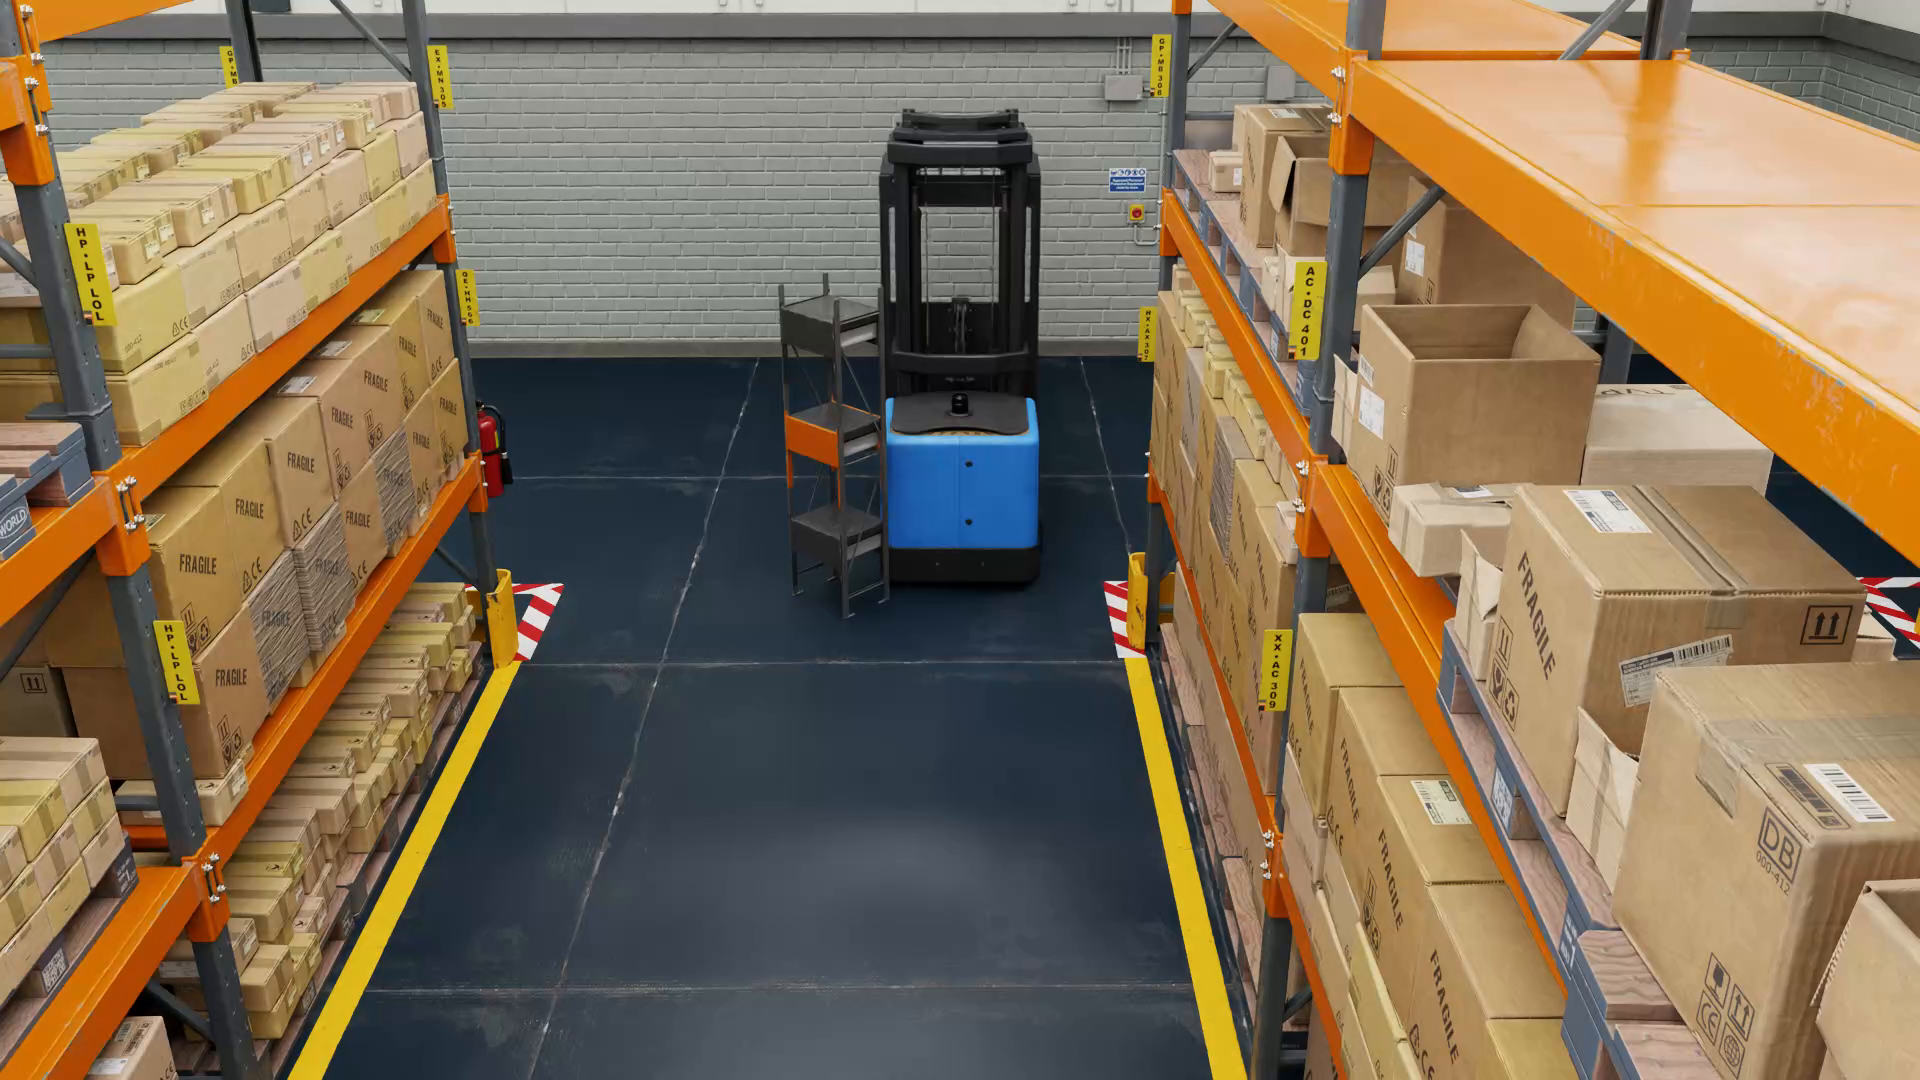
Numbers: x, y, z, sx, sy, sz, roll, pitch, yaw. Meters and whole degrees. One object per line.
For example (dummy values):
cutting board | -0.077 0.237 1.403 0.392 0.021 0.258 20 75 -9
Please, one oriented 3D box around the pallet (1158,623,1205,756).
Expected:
pallet | 1.723 0.845 9.625 1.003 0.211 1.213 0 24 -1

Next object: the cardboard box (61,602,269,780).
cardboard box | -3.022 0.572 6.364 0.500 0.500 0.500 -1 24 -2

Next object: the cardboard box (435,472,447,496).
cardboard box | -3.061 -0.340 9.167 0.380 0.149 0.250 0 24 -1

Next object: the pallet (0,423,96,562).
pallet | -3.369 -0.068 4.849 1.213 0.211 1.003 0 24 -1

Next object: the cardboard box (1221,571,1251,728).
cardboard box | 1.408 0.446 7.002 0.500 0.500 0.500 -1 24 -2

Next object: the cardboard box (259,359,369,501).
cardboard box | -3.030 -0.499 7.517 0.500 0.500 0.500 -1 24 -2

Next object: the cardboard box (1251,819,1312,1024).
cardboard box | 1.780 1.611 7.148 0.875 0.438 0.875 -1 24 -1

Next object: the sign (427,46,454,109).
sign | -2.757 -2.455 8.823 0.100 0.325 0.005 0 24 -1

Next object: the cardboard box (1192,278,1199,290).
cardboard box | 1.437 -1.296 8.853 0.380 0.149 0.250 0 24 1

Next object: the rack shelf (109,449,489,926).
rack shelf | -3.291 0.461 7.963 1.077 0.370 4.000 0 24 -1

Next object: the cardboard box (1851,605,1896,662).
cardboard box | 1.850 0.221 3.756 0.380 0.166 0.250 2 24 4

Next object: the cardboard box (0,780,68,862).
cardboard box | -3.065 0.885 5.226 0.380 0.149 0.250 -1 24 -2

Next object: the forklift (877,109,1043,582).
forklift | 0.001 -1.619 11.773 1.130 2.935 3.031 0 24 0

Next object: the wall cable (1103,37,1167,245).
wall cable | 1.551 -3.555 14.699 0.585 1.953 0.123 0 24 -1

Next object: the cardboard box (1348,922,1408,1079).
cardboard box | 1.415 1.340 4.723 0.500 0.250 0.500 0 24 0

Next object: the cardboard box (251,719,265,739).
cardboard box | -3.077 0.738 6.782 0.380 0.149 0.250 -1 24 -3

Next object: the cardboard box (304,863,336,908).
cardboard box | -3.062 1.598 7.527 0.380 0.149 0.250 -1 24 -2

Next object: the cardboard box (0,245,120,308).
cardboard box | -3.030 -0.871 5.487 0.380 0.149 0.250 -1 24 -2

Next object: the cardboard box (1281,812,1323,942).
cardboard box | 1.421 1.145 5.761 0.500 0.250 0.500 -1 24 -2

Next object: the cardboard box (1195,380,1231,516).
cardboard box | 1.389 -0.426 7.717 0.500 0.500 0.500 0 24 0

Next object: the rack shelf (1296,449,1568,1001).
rack shelf | 1.702 0.679 3.841 1.077 0.370 4.000 0 24 -1

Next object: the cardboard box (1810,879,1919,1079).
cardboard box | 1.568 0.782 2.105 0.797 0.503 0.637 -2 24 -4

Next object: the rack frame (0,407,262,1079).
rack frame | -3.269 0.958 5.992 1.000 3.000 0.127 0 24 -1

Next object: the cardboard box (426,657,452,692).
cardboard box | -3.014 0.712 9.125 0.380 0.149 0.250 -1 24 -3

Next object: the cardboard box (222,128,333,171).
cardboard box | -3.033 -1.735 7.397 0.380 0.149 0.250 0 24 1

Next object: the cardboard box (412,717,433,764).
cardboard box | -2.996 1.054 8.729 0.380 0.149 0.250 -1 24 -3

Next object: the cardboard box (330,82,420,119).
cardboard box | -3.015 -2.263 8.564 0.380 0.149 0.250 0 24 -1

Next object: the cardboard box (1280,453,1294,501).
cardboard box | 1.471 -0.240 6.519 0.380 0.149 0.250 0 24 0

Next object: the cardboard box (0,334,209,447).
cardboard box | -3.010 -0.533 5.829 0.500 0.250 0.500 1 24 2

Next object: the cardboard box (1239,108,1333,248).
cardboard box | 1.508 -1.572 7.194 0.500 0.500 0.500 0 24 0

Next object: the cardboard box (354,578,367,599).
cardboard box | -3.081 0.198 7.978 0.380 0.149 0.250 0 24 0

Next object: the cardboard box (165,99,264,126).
cardboard box | -3.622 -2.047 8.086 0.380 0.149 0.250 0 24 -1

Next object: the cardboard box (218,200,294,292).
cardboard box | -3.026 -1.180 6.655 0.500 0.250 0.500 0 24 0

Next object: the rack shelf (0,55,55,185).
rack shelf | -3.247 -0.442 3.164 1.077 0.370 4.000 0 24 -1

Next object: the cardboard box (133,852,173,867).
cardboard box | -3.585 1.441 7.151 0.380 0.149 0.250 0 24 -1

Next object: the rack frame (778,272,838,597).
rack frame | -0.960 -0.646 10.630 0.015 2.100 0.400 21 32 38

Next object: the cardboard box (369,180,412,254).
cardboard box | -3.030 -1.592 8.173 0.500 0.250 0.500 0 24 0

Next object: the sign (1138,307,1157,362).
sign | 1.081 -1.185 9.583 0.100 0.325 0.005 0 24 -1

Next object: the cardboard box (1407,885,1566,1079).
cardboard box | 1.445 1.205 4.112 0.500 0.500 0.500 -1 24 -1

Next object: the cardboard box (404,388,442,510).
cardboard box | -3.050 -0.475 8.679 0.500 0.500 0.500 -1 24 -1

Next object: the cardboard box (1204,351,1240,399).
cardboard box | 1.338 -0.764 7.678 0.380 0.149 0.250 -1 24 -2

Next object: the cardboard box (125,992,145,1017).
cardboard box | -3.614 1.905 6.847 0.380 0.149 0.250 0 24 0

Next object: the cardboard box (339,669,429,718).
cardboard box | -2.980 0.790 8.590 0.380 0.149 0.250 1 24 1

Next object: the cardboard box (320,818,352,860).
cardboard box | -3.064 1.350 7.713 0.380 0.149 0.250 1 24 2

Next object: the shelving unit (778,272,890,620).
shelving unit | -0.782 -0.578 10.479 0.503 2.100 0.431 21 32 38

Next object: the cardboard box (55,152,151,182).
cardboard box | -3.609 -1.515 6.911 0.380 0.149 0.250 -1 24 -1

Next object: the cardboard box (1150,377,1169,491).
cardboard box | 1.354 -0.601 9.317 0.500 0.500 0.500 0 24 -1

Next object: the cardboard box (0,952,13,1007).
cardboard box | -3.060 1.357 4.905 0.380 0.149 0.250 -1 24 -3

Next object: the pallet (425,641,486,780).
pallet | -3.338 0.946 9.401 1.003 0.211 1.213 0 24 -1

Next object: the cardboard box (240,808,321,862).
cardboard box | -3.087 1.326 7.405 0.380 0.149 0.250 -1 24 -2
